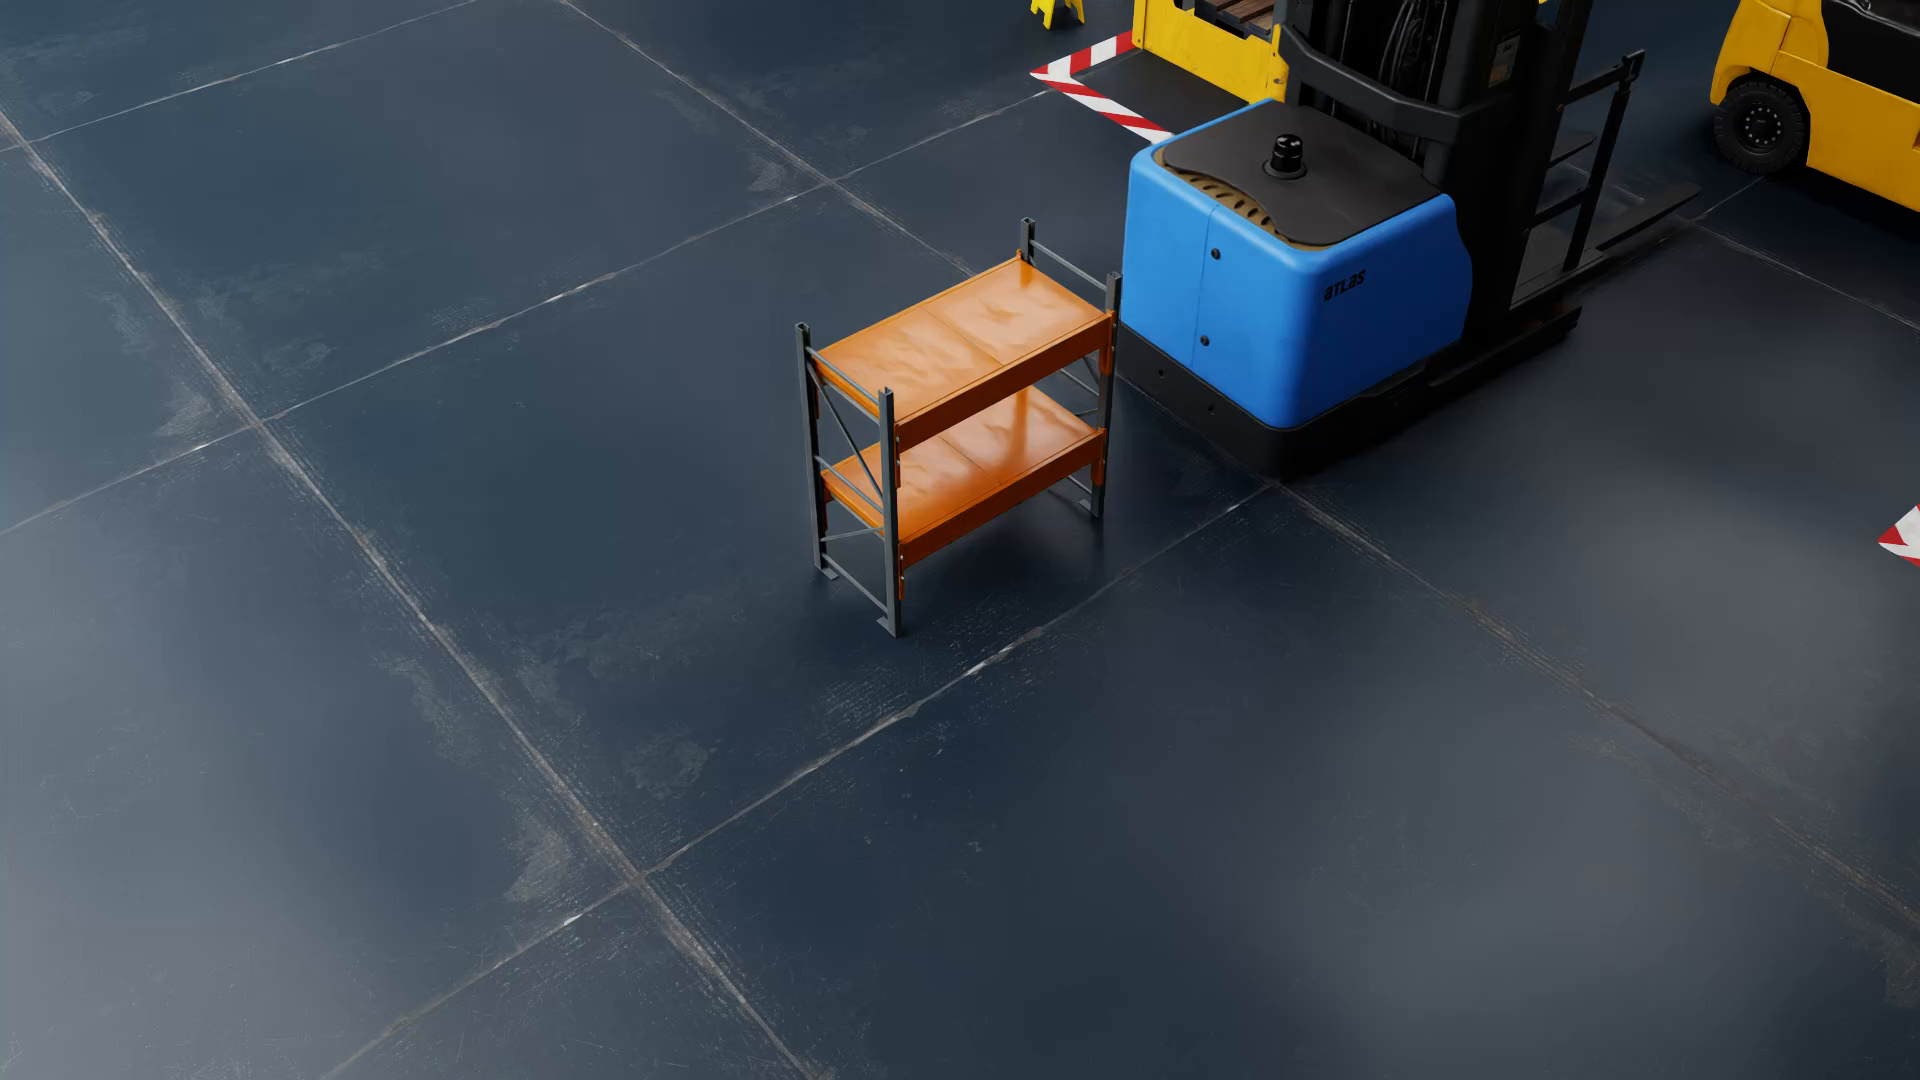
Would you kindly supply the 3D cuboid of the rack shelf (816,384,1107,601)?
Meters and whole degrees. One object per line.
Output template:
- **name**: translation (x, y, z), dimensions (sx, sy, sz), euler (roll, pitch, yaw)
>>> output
- **rack shelf**: translation (0.005, -0.235, 6.260), dimensions (1.000, 0.278, 0.538), euler (-30, 51, -28)

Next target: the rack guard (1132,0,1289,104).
- **rack guard**: translation (1.462, -2.803, 9.094), dimensions (0.348, 0.500, 1.175), euler (-30, 51, -28)

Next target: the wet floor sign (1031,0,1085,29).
- **wet floor sign**: translation (0.572, -3.301, 9.518), dimensions (0.232, 0.644, 0.267), euler (-14, 45, -14)

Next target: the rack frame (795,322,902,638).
- **rack frame**: translation (-0.385, -0.190, 5.855), dimensions (0.032, 1.125, 0.500), euler (-30, 51, -28)

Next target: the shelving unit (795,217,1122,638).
- **shelving unit**: translation (0.005, -0.413, 6.093), dimensions (1.048, 1.125, 0.538), euler (-30, 51, -28)

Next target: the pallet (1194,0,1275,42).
- **pallet**: translation (2.108, -3.036, 9.553), dimensions (1.213, 0.211, 1.003), euler (-30, 51, -28)

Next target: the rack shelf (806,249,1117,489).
- **rack shelf**: translation (0.005, -0.626, 5.892), dimensions (1.000, 0.278, 0.538), euler (-30, 51, -28)

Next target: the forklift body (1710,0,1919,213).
- **forklift body**: translation (4.875, -2.557, 7.627), dimensions (1.214, 2.155, 2.313), euler (-30, 51, -28)

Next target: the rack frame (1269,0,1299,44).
- **rack frame**: translation (1.404, -3.681, 8.203), dimensions (0.127, 3.000, 1.000), euler (-30, 51, -28)

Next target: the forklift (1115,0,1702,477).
- **forklift**: translation (2.137, -2.147, 6.620), dimensions (3.031, 2.935, 1.130), euler (-27, 50, -26)

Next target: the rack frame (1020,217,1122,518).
- **rack frame**: translation (0.395, -0.636, 6.331), dimensions (0.032, 1.125, 0.500), euler (-30, 51, -28)
